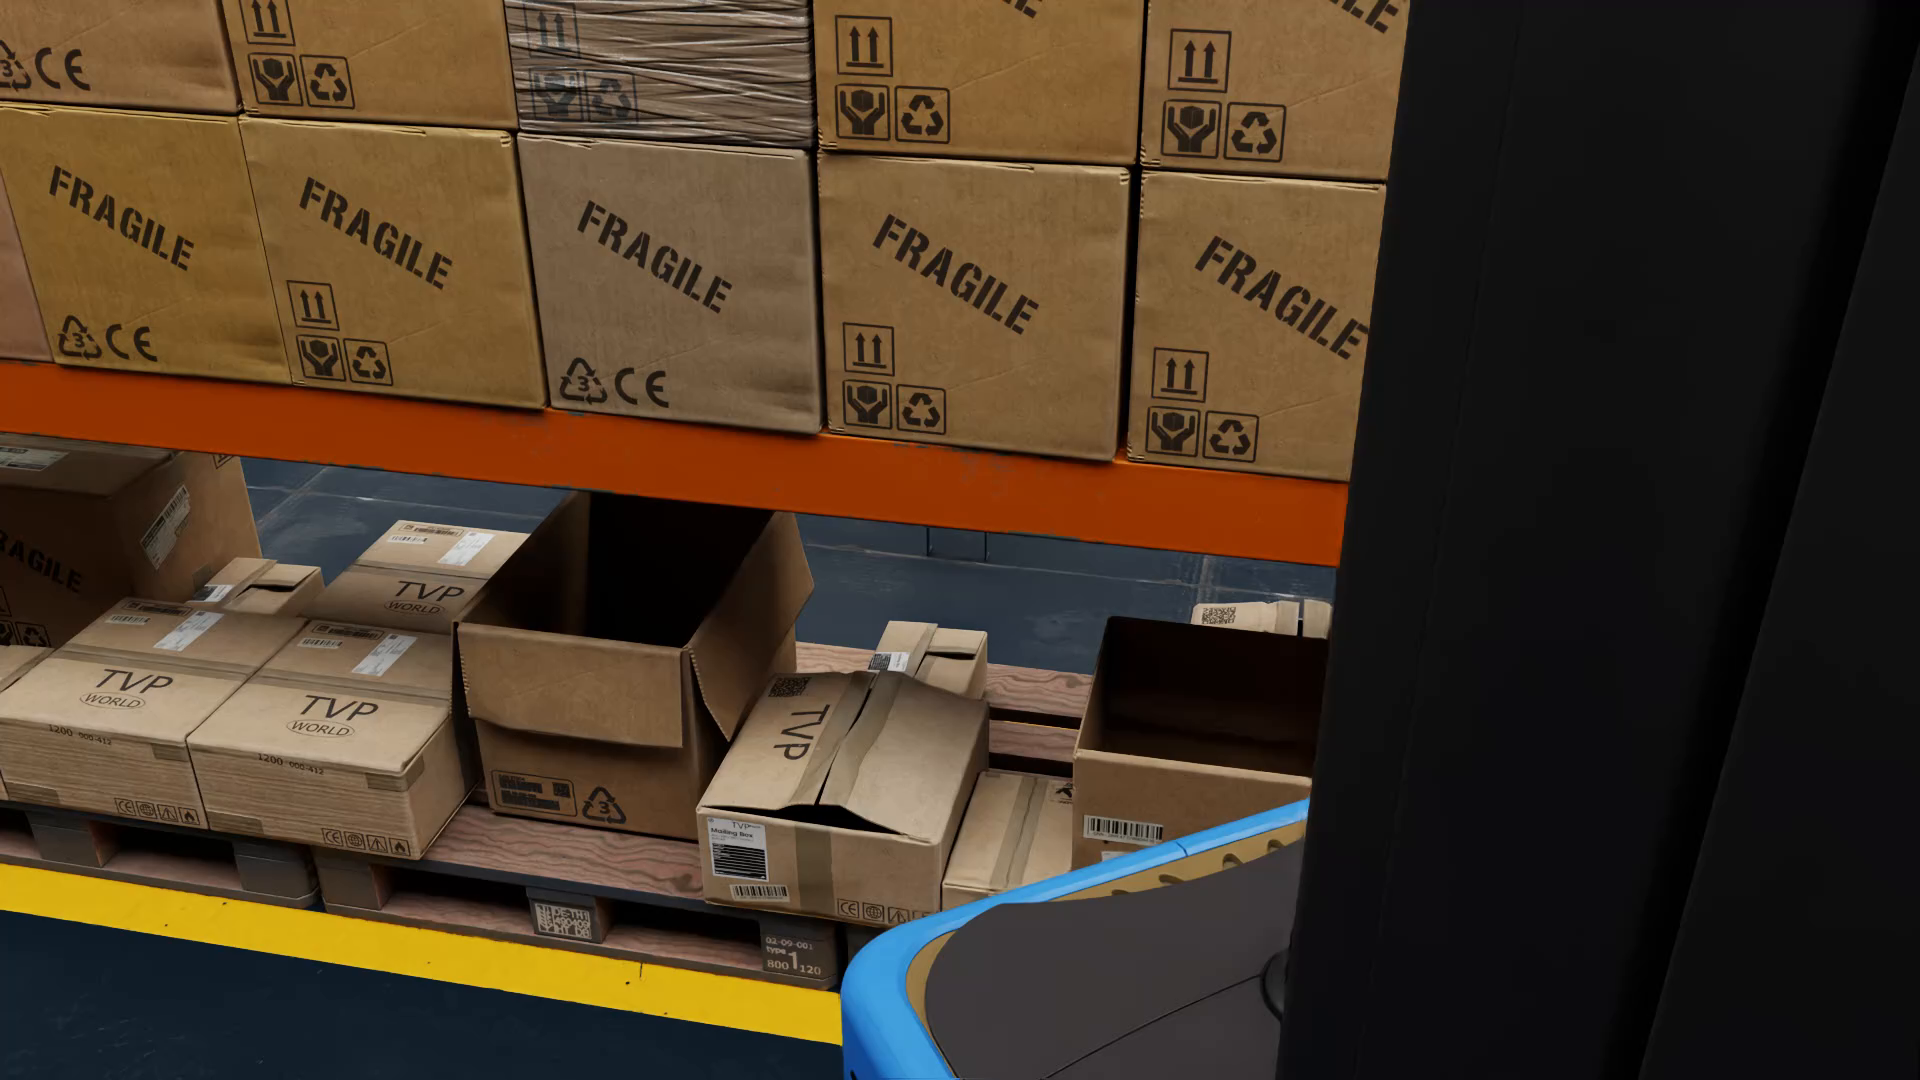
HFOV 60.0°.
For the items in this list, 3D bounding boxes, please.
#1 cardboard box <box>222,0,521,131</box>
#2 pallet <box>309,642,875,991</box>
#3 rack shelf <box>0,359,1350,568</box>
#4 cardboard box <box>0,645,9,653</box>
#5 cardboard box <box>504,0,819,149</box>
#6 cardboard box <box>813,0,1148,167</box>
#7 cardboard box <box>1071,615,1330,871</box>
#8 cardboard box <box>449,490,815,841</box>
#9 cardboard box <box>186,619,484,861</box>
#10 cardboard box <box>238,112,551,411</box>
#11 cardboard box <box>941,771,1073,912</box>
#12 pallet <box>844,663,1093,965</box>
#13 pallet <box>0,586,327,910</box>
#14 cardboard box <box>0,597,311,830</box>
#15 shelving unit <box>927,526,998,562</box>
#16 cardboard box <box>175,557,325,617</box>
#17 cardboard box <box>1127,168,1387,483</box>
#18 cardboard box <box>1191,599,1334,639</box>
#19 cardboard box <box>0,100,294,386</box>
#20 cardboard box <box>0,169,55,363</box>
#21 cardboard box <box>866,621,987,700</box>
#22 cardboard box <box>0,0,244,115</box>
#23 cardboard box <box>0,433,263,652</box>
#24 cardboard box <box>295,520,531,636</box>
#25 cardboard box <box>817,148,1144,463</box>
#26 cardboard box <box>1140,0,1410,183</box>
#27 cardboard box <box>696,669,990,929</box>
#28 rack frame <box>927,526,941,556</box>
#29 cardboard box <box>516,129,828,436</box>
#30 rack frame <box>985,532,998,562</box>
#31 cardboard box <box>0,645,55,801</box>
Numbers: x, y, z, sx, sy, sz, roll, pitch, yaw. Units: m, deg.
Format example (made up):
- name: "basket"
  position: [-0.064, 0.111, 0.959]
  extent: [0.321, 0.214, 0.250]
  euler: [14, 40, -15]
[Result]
- name: "cardboard box"
  position: [-0.916, -1.028, 2.859]
  extent: [0.500, 0.500, 0.500]
  euler: [6, 29, 10]
- name: "pallet"
  position: [-0.749, 0.568, 3.993]
  extent: [1.213, 0.211, 1.003]
  euler: [6, 29, 11]
- name: "rack shelf"
  position: [-0.837, -0.350, 3.514]
  extent: [4.000, 0.370, 1.077]
  euler: [6, 29, 11]
- name: "cardboard box"
  position: [-2.455, 0.395, 3.915]
  extent: [0.250, 0.149, 0.380]
  euler: [6, 29, 11]
- name: "cardboard box"
  position: [-0.424, -0.977, 2.765]
  extent: [0.500, 0.500, 0.500]
  euler: [6, 29, 11]
- name: "cardboard box"
  position: [0.069, -0.926, 2.673]
  extent: [0.500, 0.500, 0.500]
  euler: [5, 29, 10]
- name: "cardboard box"
  position: [0.503, 0.515, 3.331]
  extent: [0.500, 0.500, 0.500]
  euler: [6, 29, 11]
- name: "cardboard box"
  position: [-0.719, 0.251, 3.809]
  extent: [0.637, 0.503, 0.797]
  euler: [6, 29, 11]
- name: "cardboard box"
  position: [-1.342, 0.435, 3.736]
  extent: [0.500, 0.250, 0.500]
  euler: [6, 29, 11]
- name: "cardboard box"
  position: [-0.929, -0.589, 3.099]
  extent: [0.500, 0.500, 0.500]
  euler: [6, 29, 11]
- name: "cardboard box"
  position: [0.124, 0.660, 3.432]
  extent: [0.250, 0.149, 0.380]
  euler: [6, 29, 11]
- name: "pallet"
  position: [0.448, 0.689, 3.771]
  extent: [1.213, 0.211, 1.003]
  euler: [6, 29, 11]
- name: "pallet"
  position: [-1.938, 0.445, 4.218]
  extent: [1.213, 0.211, 1.003]
  euler: [6, 29, 11]
- name: "cardboard box"
  position: [-1.831, 0.385, 3.828]
  extent: [0.500, 0.250, 0.500]
  euler: [6, 29, 11]
- name: "shelving unit"
  position: [0.014, -0.525, 4.959]
  extent: [0.189, 1.200, 0.258]
  euler: [6, 29, 11]
- name: "cardboard box"
  position: [-1.832, 0.206, 4.243]
  extent: [0.250, 0.166, 0.380]
  euler: [6, 29, 11]
- name: "cardboard box"
  position: [0.577, -0.438, 2.823]
  extent: [0.500, 0.500, 0.500]
  euler: [6, 29, 11]
- name: "cardboard box"
  position: [0.754, 0.378, 3.778]
  extent: [0.500, 0.311, 0.500]
  euler: [6, 29, 11]
- name: "cardboard box"
  position: [-1.418, -0.640, 3.192]
  extent: [0.500, 0.500, 0.500]
  euler: [6, 29, 10]
- name: "cardboard box"
  position: [-1.908, -0.692, 3.286]
  extent: [0.500, 0.500, 0.500]
  euler: [6, 29, 10]
- name: "cardboard box"
  position: [-0.094, 0.359, 3.962]
  extent: [0.250, 0.166, 0.380]
  euler: [6, 29, 11]
- name: "cardboard box"
  position: [-1.413, -1.078, 2.951]
  extent: [0.500, 0.500, 0.500]
  euler: [6, 29, 11]
- name: "cardboard box"
  position: [-2.209, -0.023, 4.314]
  extent: [0.500, 0.500, 0.500]
  euler: [6, 29, 11]
- name: "cardboard box"
  position: [-1.287, 0.196, 4.174]
  extent: [0.500, 0.250, 0.500]
  euler: [6, 29, 11]
- name: "cardboard box"
  position: [0.072, -0.489, 2.916]
  extent: [0.500, 0.500, 0.500]
  euler: [7, 29, 12]
- name: "cardboard box"
  position: [0.571, -0.876, 2.582]
  extent: [0.500, 0.500, 0.500]
  euler: [6, 29, 11]
- name: "cardboard box"
  position: [-0.231, 0.523, 3.514]
  extent: [0.500, 0.311, 0.500]
  euler: [6, 29, 11]
- name: "rack frame"
  position: [-0.075, -0.534, 4.976]
  extent: [0.006, 1.200, 0.240]
  euler: [6, 29, 11]
- name: "cardboard box"
  position: [-0.430, -0.540, 3.008]
  extent: [0.500, 0.500, 0.500]
  euler: [7, 29, 12]
- name: "rack frame"
  position: [0.104, -0.516, 4.942]
  extent: [0.006, 1.200, 0.240]
  euler: [6, 29, 11]
- name: "cardboard box"
  position: [-2.210, 0.413, 3.865]
  extent: [0.250, 0.166, 0.380]
  euler: [6, 29, 11]
